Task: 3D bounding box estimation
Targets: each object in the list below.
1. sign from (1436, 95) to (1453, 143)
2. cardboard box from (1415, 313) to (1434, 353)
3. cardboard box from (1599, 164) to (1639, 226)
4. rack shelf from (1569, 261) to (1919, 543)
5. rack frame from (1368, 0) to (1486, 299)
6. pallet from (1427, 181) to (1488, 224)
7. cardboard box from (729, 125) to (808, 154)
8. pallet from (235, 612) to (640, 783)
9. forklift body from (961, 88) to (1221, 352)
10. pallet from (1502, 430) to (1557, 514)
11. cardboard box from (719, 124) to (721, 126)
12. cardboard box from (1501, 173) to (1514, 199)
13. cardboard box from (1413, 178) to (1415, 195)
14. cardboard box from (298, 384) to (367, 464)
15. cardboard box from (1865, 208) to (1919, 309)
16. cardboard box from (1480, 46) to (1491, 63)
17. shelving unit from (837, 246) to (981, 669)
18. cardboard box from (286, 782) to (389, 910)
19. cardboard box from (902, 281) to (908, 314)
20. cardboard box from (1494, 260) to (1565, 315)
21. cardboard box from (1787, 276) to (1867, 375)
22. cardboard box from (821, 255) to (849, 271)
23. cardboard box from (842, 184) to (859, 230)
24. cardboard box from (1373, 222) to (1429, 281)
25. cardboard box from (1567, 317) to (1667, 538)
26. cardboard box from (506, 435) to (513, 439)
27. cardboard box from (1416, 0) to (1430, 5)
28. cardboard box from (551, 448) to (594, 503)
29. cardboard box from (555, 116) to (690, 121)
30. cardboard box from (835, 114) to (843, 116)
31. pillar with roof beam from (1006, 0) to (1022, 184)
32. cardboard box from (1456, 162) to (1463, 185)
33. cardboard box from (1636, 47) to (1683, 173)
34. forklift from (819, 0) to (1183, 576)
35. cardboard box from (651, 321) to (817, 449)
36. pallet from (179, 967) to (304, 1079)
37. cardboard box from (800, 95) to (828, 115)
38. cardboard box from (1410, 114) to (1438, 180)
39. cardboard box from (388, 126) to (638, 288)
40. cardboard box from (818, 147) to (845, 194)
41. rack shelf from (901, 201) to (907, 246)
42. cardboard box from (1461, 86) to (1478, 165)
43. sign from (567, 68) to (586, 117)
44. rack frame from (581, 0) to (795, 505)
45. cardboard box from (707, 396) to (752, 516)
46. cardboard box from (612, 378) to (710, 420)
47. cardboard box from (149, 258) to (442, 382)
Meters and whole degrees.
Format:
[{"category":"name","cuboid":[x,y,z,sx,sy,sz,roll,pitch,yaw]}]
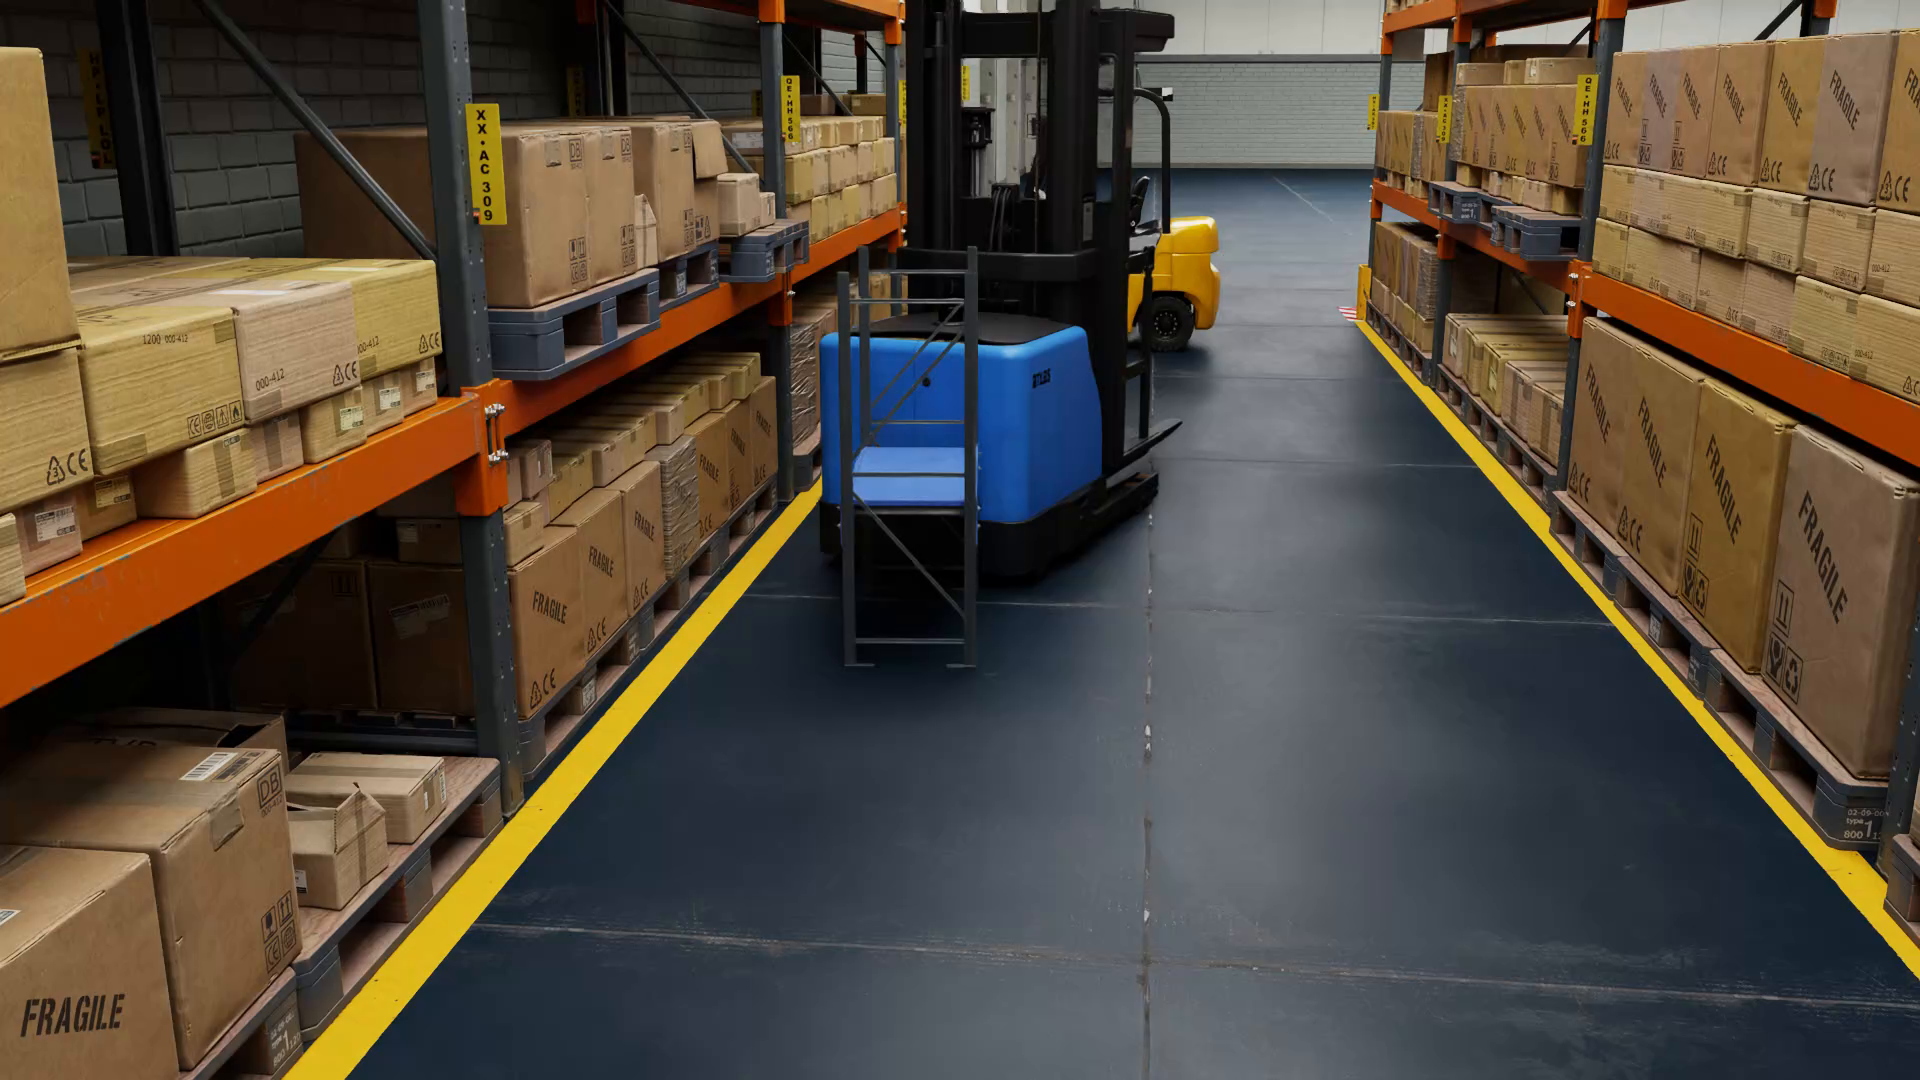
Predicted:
[{"category":"sign","cuboid":[3.446,-2.992,11.822,0.100,0.325,0.005,2,15,6]},{"category":"cardboard box","cuboid":[3.786,-1.597,12.784,0.500,0.250,0.500,2,15,9]},{"category":"cardboard box","cuboid":[3.232,-1.568,7.542,0.500,0.250,0.500,2,15,6]},{"category":"rack shelf","cuboid":[3.309,-0.657,6.222,1.077,0.370,4.000,2,15,6]},{"category":"rack frame","cuboid":[4.437,-3.598,15.720,1.000,3.000,0.127,2,15,6]},{"category":"pallet","cuboid":[3.755,-2.274,11.191,1.003,0.211,1.213,2,15,6]},{"category":"cardboard box","cuboid":[-1.040,-2.173,9.016,0.380,0.149,0.250,2,15,7]},{"category":"pallet","cuboid":[-1.795,0.504,5.896,1.003,0.211,1.213,2,15,6]},{"category":"forklift body","cuboid":[1.104,-2.788,14.351,2.313,2.155,1.214,2,15,6]},{"category":"pallet","cuboid":[3.624,-0.379,9.160,1.003,0.211,1.213,2,15,6]},{"category":"cardboard box","cuboid":[-1.554,-2.256,9.325,0.380,0.149,0.250,2,15,6]},{"category":"cardboard box","cuboid":[3.434,-2.100,9.860,0.380,0.149,0.250,1,15,4]},{"category":"cardboard box","cuboid":[3.889,-2.860,13.475,0.380,0.149,0.250,1,15,5]},{"category":"cardboard box","cuboid":[-1.647,-0.283,3.943,0.380,0.149,0.250,2,15,8]},{"category":"cardboard box","cuboid":[2.891,-0.776,4.614,0.500,0.250,0.500,2,15,6]},{"category":"cardboard box","cuboid":[4.330,-3.474,12.587,0.700,0.500,0.500,2,15,7]},{"category":"shelving unit","cuboid":[-0.184,-0.370,6.659,0.538,1.500,1.048,0,15,1]},{"category":"cardboard box","cuboid":[-1.660,0.732,4.141,0.396,0.266,0.258,2,15,8]},{"category":"cardboard box","cuboid":[-0.585,-1.938,13.090,0.500,0.250,0.500,2,15,6]},{"category":"cardboard box","cuboid":[4.321,-1.943,12.626,0.500,0.500,0.500,2,15,9]},{"category":"cardboard box","cuboid":[2.942,-0.669,5.176,0.500,0.250,0.500,1,15,5]},{"category":"cardboard box","cuboid":[-1.083,-2.197,13.087,0.500,0.250,0.500,2,15,7]},{"category":"cardboard box","cuboid":[-0.932,-2.102,10.477,0.500,0.250,0.500,2,15,8]},{"category":"cardboard box","cuboid":[4.069,-2.628,15.160,0.500,0.500,0.500,1,15,4]},{"category":"cardboard box","cuboid":[3.374,-0.523,7.616,0.875,0.875,0.875,2,15,6]},{"category":"cardboard box","cuboid":[-1.990,-0.381,6.565,0.380,0.149,0.250,2,15,7]},{"category":"cardboard box","cuboid":[3.946,-4.443,13.582,0.380,0.149,0.250,1,15,5]},{"category":"cardboard box","cuboid":[-1.555,-0.237,6.035,0.380,0.149,0.250,1,15,5]},{"category":"cardboard box","cuboid":[-1.611,-1.790,8.039,0.500,0.500,0.500,2,15,9]},{"category":"cardboard box","cuboid":[-1.133,-3.292,13.156,0.380,0.149,0.250,2,15,8]},{"category":"pillar with roof beam","cuboid":[5.516,-12.583,37.456,9.100,9.000,0.400,2,15,6]},{"category":"cardboard box","cuboid":[3.610,-2.508,11.366,0.380,0.149,0.250,2,15,7]},{"category":"cardboard box","cuboid":[3.190,-1.804,6.980,0.500,0.500,0.500,2,15,6]},{"category":"forklift","cuboid":[0.411,-1.595,8.444,1.130,2.935,3.031,7,16,23]},{"category":"cardboard box","cuboid":[-1.314,-0.886,9.436,0.875,0.625,0.625,2,15,8]},{"category":"pallet","cuboid":[-2.063,1.211,3.279,1.003,0.211,1.213,2,15,6]},{"category":"cardboard box","cuboid":[-1.211,-3.302,12.623,0.380,0.149,0.250,2,15,6]},{"category":"cardboard box","cuboid":[3.894,-3.143,13.278,0.500,0.500,0.500,2,15,8]},{"category":"cardboard box","cuboid":[-1.514,-1.135,5.616,0.700,0.500,0.500,2,15,7]},{"category":"cardboard box","cuboid":[-0.970,-2.210,9.917,0.500,0.250,0.500,1,15,5]},{"category":"rack shelf","cuboid":[-0.721,-2.877,14.433,1.077,0.370,4.000,2,15,6]},{"category":"cardboard box","cuboid":[3.592,-2.712,10.878,0.500,0.500,0.500,2,15,6]},{"category":"sign","cuboid":[-1.950,-2.242,8.490,0.100,0.325,0.005,2,15,6]},{"category":"rack frame","cuboid":[-1.398,-1.668,8.584,1.000,3.000,0.127,2,15,6]},{"category":"cardboard box","cuboid":[-1.299,-0.419,7.948,0.500,0.500,0.500,1,15,5]},{"category":"cardboard box","cuboid":[-1.350,-0.636,7.508,0.380,0.149,0.250,2,15,8]},{"category":"cardboard box","cuboid":[-1.664,-0.562,4.213,0.500,0.250,0.500,2,15,8]}]
